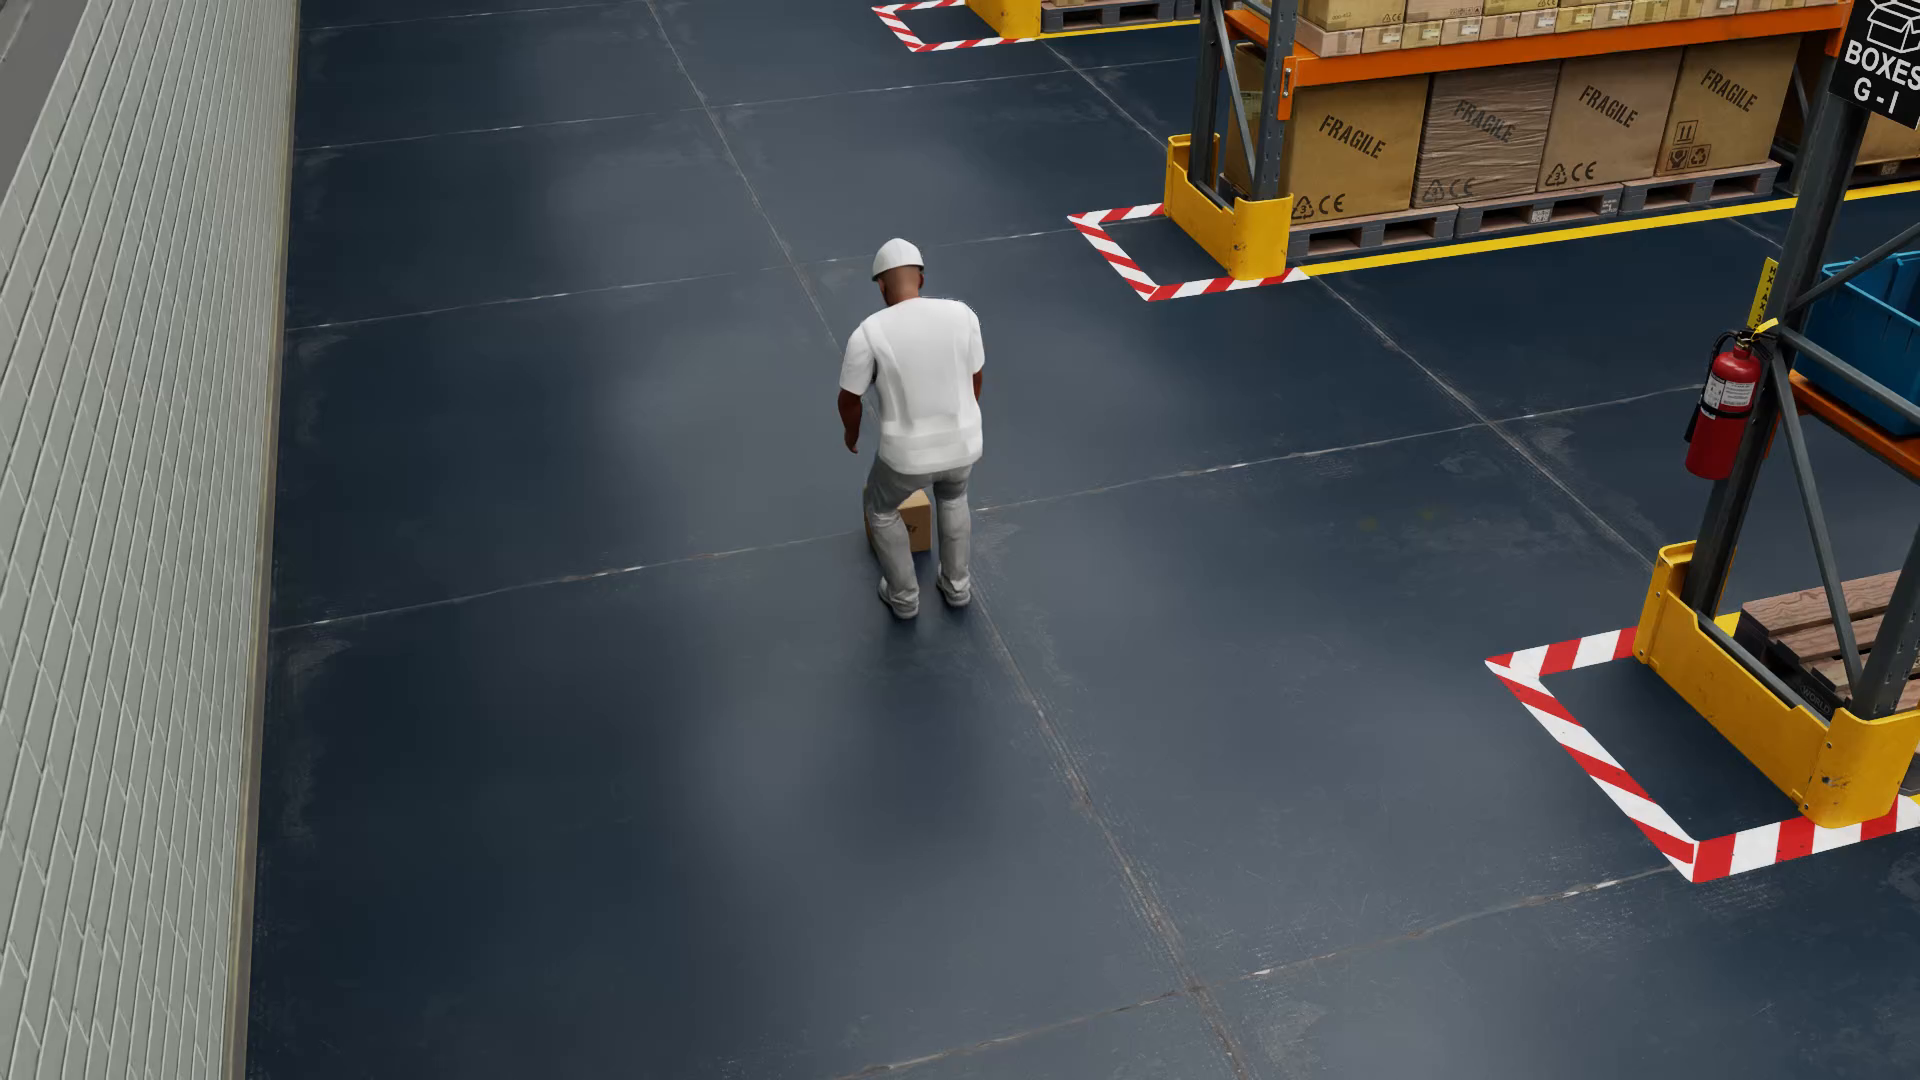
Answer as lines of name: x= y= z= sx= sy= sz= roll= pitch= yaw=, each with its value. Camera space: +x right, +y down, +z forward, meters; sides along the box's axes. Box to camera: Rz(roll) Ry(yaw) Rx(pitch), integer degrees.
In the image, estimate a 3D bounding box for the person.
person: x=-0.193 y=-0.430 z=6.905 sx=0.616 sy=1.614 sz=0.599 roll=-10 pitch=35 yaw=-14
